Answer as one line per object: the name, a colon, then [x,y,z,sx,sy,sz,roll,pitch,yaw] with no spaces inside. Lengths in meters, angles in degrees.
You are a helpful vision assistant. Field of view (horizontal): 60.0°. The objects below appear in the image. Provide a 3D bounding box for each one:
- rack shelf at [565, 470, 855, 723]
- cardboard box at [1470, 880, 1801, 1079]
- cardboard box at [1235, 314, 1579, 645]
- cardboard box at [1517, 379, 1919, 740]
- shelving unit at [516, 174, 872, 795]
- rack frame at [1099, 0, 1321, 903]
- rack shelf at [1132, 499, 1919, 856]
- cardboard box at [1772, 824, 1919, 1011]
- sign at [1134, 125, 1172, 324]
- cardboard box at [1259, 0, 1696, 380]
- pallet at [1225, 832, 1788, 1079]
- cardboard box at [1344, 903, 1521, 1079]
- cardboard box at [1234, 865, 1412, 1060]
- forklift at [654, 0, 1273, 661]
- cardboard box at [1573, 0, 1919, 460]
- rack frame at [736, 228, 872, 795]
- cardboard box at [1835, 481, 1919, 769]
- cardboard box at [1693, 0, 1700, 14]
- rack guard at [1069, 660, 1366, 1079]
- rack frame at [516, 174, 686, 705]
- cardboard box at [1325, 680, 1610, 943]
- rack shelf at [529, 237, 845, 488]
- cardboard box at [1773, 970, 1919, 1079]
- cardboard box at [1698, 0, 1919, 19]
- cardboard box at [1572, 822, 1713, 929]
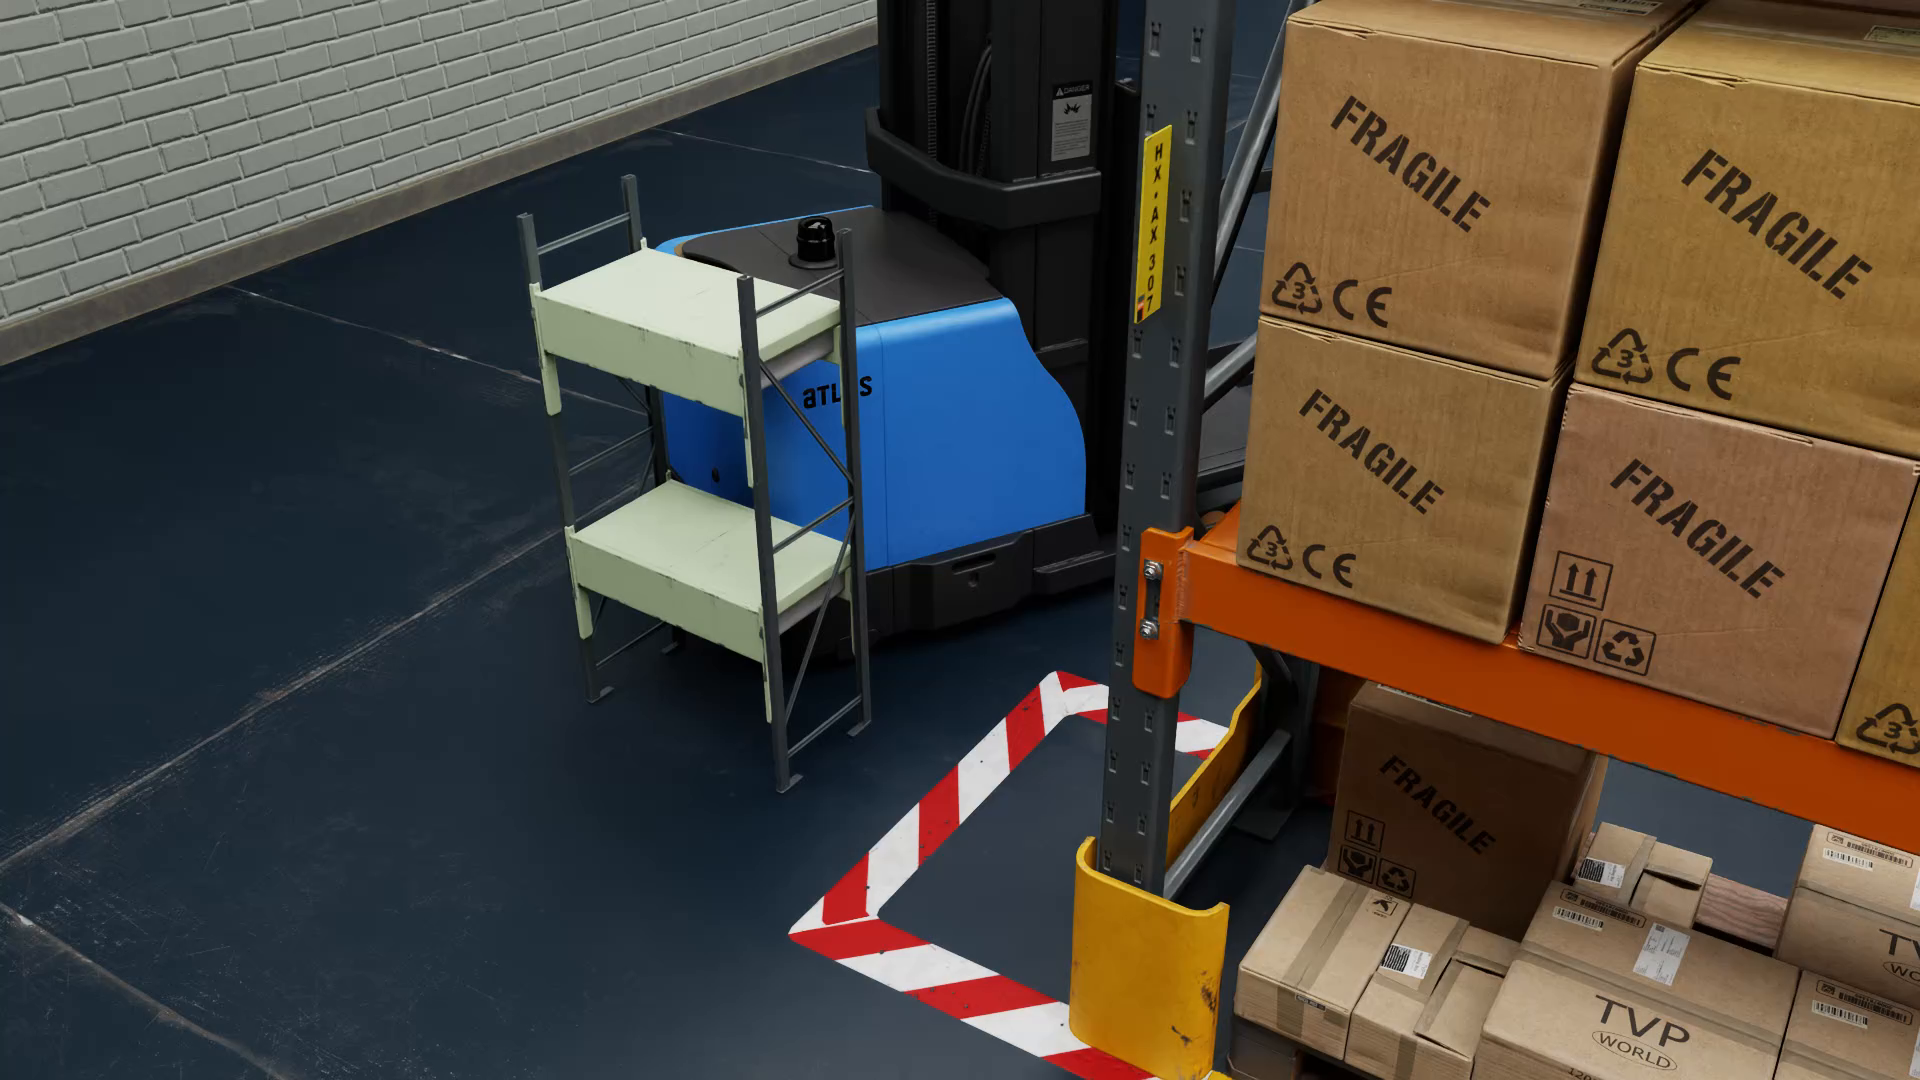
rack shelf: [-0.683,0.141,4.663,0.720,0.370,0.431,19,36,30]
cardboard box: [1.351,1.006,3.341,0.500,0.250,0.500,18,35,27]
cardboard box: [0.854,-0.204,3.024,0.500,0.500,0.500,18,35,28]
cardboard box: [1.293,-0.068,2.791,0.500,0.500,0.500,17,34,27]
shelving unit: [-0.684,-0.140,4.497,0.755,1.500,0.431,19,36,30]
rack frame: [0.618,-0.392,3.446,0.127,3.000,1.000,18,35,27]
rack shelf: [2.312,0.454,2.709,4.000,0.370,1.077,18,35,27]
cardboard box: [1.998,0.913,3.500,0.500,0.250,0.500,18,35,27]
sign: [0.330,-0.535,2.831,0.005,0.325,0.100,18,35,27]
cardboard box: [0.854,-0.636,2.772,0.500,0.500,0.500,19,35,29]
pallet: [1.358,1.046,3.748,1.213,0.211,1.003,18,35,27]
cardboard box: [1.002,0.967,3.490,0.250,0.166,0.380,18,35,27]
cardboard box: [0.790,0.908,3.610,0.250,0.149,0.380,18,35,27]
forklift: [0.556,-1.414,5.266,3.031,2.935,1.130,-15,33,-24]
cardboard box: [1.300,-0.499,2.537,0.500,0.500,0.500,18,35,28]
rack frame: [-0.384,-0.034,4.316,0.023,1.500,0.400,19,36,30]
cardboard box: [1.717,0.068,2.558,0.500,0.500,0.500,17,35,27]
cardboard box: [1.141,-0.865,3.165,0.500,0.500,0.500,17,34,27]
rack guard: [0.682,0.708,4.041,0.348,0.500,1.175,18,35,27]
rack frame: [-0.984,-0.245,4.678,0.023,1.500,0.400,19,36,30]
cardboard box: [1.209,0.538,3.895,0.500,0.500,0.500,18,35,27]
rack shelf: [-0.686,-0.475,4.298,0.720,0.370,0.431,19,36,30]
cardboard box: [1.775,1.140,3.111,0.500,0.250,0.500,18,35,27]
cardboard box: [1.569,-0.730,2.934,0.500,0.500,0.500,19,35,29]
cardboard box: [1.505,0.829,3.727,0.250,0.166,0.380,18,35,27]
